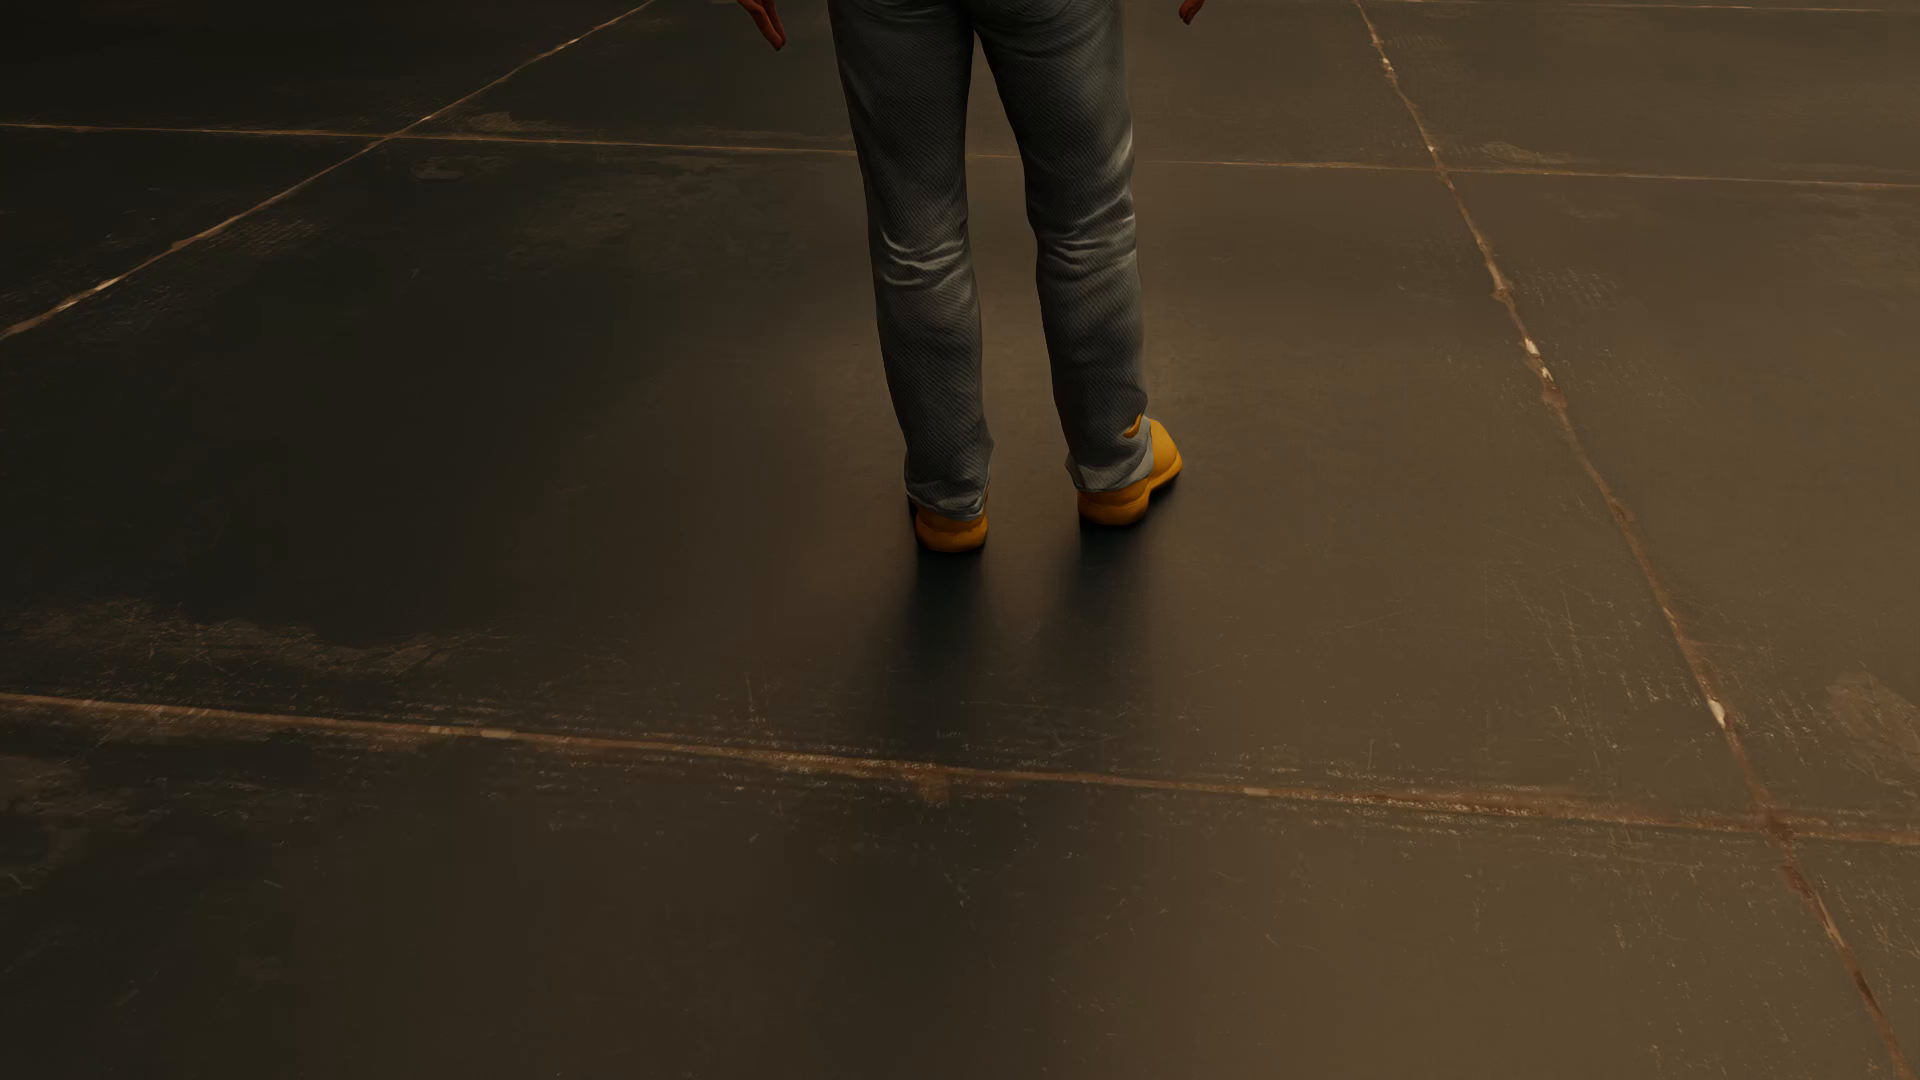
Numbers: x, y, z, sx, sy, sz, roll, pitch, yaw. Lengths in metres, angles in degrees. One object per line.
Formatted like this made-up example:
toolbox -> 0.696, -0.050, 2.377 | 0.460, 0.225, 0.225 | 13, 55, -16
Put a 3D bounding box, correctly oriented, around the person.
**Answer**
person -> 0.015, -0.827, 2.164 | 0.665, 1.768, 0.575 | 3, 27, 7
